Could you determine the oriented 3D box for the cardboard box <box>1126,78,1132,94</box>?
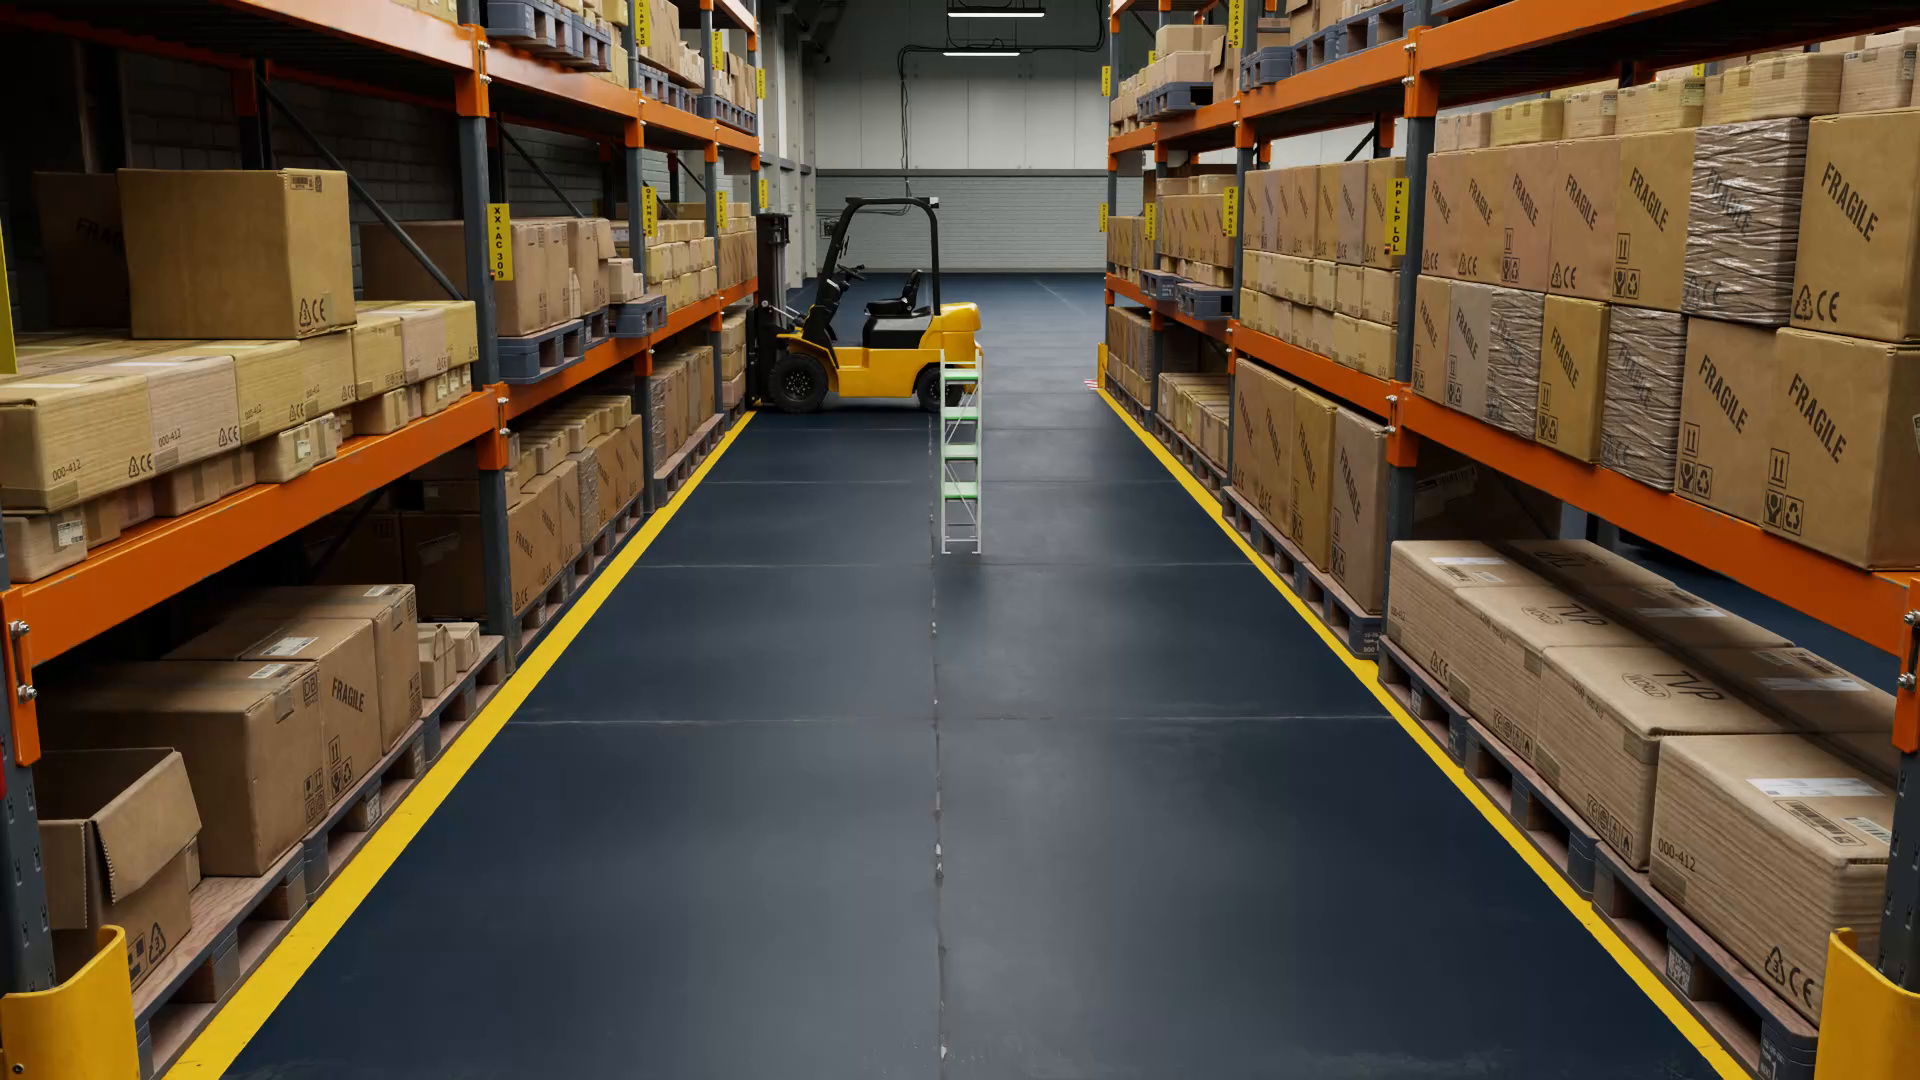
[{"bbox_3d":[1.912,-4.676,17.143,0.380,0.149,0.250,0,11,0],"label":"cardboard box"}]

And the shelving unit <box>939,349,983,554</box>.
[{"bbox_3d":[0.003,-0.555,10.278,0.258,1.200,0.503,0,11,-1],"label":"shelving unit"}]

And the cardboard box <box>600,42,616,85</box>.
[{"bbox_3d":[-2.344,-2.845,9.870,0.500,0.250,0.500,0,11,-1],"label":"cardboard box"}]

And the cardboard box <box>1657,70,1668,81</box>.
[{"bbox_3d":[6.941,-4.500,15.975,0.500,0.250,0.500,0,11,-1],"label":"cardboard box"}]

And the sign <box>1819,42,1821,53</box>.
[{"bbox_3d":[7.760,-4.388,15.007,0.100,0.325,0.005,0,11,-1],"label":"sign"}]

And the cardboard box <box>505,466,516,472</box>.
[{"bbox_3d":[-2.350,-0.280,7.994,0.380,0.149,0.250,-1,11,-3],"label":"cardboard box"}]

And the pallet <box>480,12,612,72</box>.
[{"bbox_3d":[-2.494,-2.568,8.602,1.213,0.211,1.003,0,11,-1],"label":"pallet"}]

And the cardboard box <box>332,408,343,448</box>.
[{"bbox_3d":[-2.253,-0.362,5.430,0.380,0.149,0.250,0,11,-1],"label":"cardboard box"}]

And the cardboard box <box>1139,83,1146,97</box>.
[{"bbox_3d":[1.982,-4.195,15.777,0.500,0.250,0.500,0,11,-2],"label":"cardboard box"}]

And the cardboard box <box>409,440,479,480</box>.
[{"bbox_3d":[-2.328,-0.371,7.693,0.380,0.149,0.250,0,11,-2],"label":"cardboard box"}]

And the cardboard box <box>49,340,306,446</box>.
[{"bbox_3d":[-2.208,-0.424,4.732,0.500,0.250,0.500,0,11,-2],"label":"cardboard box"}]

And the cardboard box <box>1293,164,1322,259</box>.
[{"bbox_3d":[2.142,-1.809,9.163,0.500,0.500,0.500,0,11,0],"label":"cardboard box"}]

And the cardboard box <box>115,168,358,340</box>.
[{"bbox_3d":[-2.215,-0.888,5.136,0.500,0.500,0.500,0,11,0],"label":"cardboard box"}]

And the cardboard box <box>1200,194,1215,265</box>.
[{"bbox_3d":[2.045,-2.263,12.113,0.500,0.500,0.500,0,11,-2],"label":"cardboard box"}]

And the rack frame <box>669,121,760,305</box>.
[{"bbox_3d":[-2.774,-3.240,18.983,1.000,3.000,0.127,0,11,-1],"label":"rack frame"}]

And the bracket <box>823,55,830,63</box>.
[{"bbox_3d":[-3.983,-14.320,49.459,0.235,0.232,0.430,0,11,-1],"label":"bracket"}]

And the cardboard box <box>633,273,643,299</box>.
[{"bbox_3d":[-2.211,-1.603,10.492,0.380,0.149,0.250,0,11,0],"label":"cardboard box"}]

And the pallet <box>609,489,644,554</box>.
[{"bbox_3d":[-2.631,-0.134,10.689,1.003,0.211,1.213,0,11,-1],"label":"pallet"}]

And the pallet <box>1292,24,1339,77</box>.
[{"bbox_3d":[2.446,-2.698,9.243,1.003,0.211,1.213,0,11,1],"label":"pallet"}]

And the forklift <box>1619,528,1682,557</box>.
[{"bbox_3d":[5.587,-1.393,10.055,3.031,2.935,1.130,-5,13,-24],"label":"forklift"}]

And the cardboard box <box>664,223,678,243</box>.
[{"bbox_3d":[-2.358,-2.337,12.652,0.380,0.149,0.250,0,11,0],"label":"cardboard box"}]

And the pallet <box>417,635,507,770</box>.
[{"bbox_3d":[-2.513,0.649,6.829,1.003,0.211,1.213,0,11,-1],"label":"pallet"}]

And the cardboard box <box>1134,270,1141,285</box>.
[{"bbox_3d":[1.936,-2.607,16.497,0.380,0.149,0.250,0,11,-2],"label":"cardboard box"}]

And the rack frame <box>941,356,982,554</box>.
[{"bbox_3d":[0.008,-0.507,10.038,0.240,1.200,0.015,0,11,-1],"label":"rack frame"}]

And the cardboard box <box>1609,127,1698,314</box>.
[{"bbox_3d":[2.224,-0.916,4.764,0.500,0.500,0.500,0,11,-1],"label":"cardboard box"}]

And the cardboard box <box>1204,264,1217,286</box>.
[{"bbox_3d":[1.984,-1.920,12.055,0.380,0.149,0.250,0,11,-2],"label":"cardboard box"}]

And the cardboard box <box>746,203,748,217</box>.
[{"bbox_3d":[-2.440,-3.480,17.537,0.380,0.149,0.250,0,11,0],"label":"cardboard box"}]

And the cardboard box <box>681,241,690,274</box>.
[{"bbox_3d":[-2.411,-2.215,13.053,0.500,0.250,0.500,0,11,0],"label":"cardboard box"}]

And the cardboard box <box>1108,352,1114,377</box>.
[{"bbox_3d":[1.929,-1.957,18.523,0.500,0.250,0.500,0,11,-2],"label":"cardboard box"}]

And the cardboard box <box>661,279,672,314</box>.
[{"bbox_3d":[-2.379,-1.765,12.092,0.500,0.250,0.500,0,11,-2],"label":"cardboard box"}]

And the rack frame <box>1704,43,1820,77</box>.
[{"bbox_3d":[7.218,-5.446,14.770,1.000,3.000,0.127,0,11,-1],"label":"rack frame"}]

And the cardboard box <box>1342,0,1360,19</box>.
[{"bbox_3d":[2.248,-2.812,8.862,0.380,0.166,0.250,1,11,4],"label":"cardboard box"}]

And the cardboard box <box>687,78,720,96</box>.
[{"bbox_3d":[-2.397,-4.137,15.184,0.380,0.149,0.250,0,11,0],"label":"cardboard box"}]

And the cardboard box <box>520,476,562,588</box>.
[{"bbox_3d":[-2.332,-0.038,8.432,0.500,0.500,0.500,0,11,-2],"label":"cardboard box"}]

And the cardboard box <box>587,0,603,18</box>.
[{"bbox_3d":[-2.350,-3.215,9.942,0.380,0.149,0.250,-1,11,-3],"label":"cardboard box"}]

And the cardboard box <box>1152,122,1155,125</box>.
[{"bbox_3d":[1.959,-3.874,15.198,0.380,0.149,0.250,0,11,-1],"label":"cardboard box"}]

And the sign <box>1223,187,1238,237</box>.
[{"bbox_3d":[1.812,-2.195,11.121,0.100,0.325,0.005,0,11,-1],"label":"sign"}]

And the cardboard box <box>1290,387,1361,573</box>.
[{"bbox_3d":[2.317,-0.342,8.989,0.875,0.875,0.875,0,11,0],"label":"cardboard box"}]

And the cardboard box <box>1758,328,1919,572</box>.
[{"bbox_3d":[2.245,-0.224,3.867,0.500,0.500,0.500,0,11,-1],"label":"cardboard box"}]

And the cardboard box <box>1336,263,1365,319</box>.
[{"bbox_3d":[2.167,-1.233,8.211,0.500,0.250,0.500,0,11,0],"label":"cardboard box"}]

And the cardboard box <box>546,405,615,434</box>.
[{"bbox_3d":[-2.347,-0.744,10.282,0.380,0.149,0.250,-1,11,-3],"label":"cardboard box"}]

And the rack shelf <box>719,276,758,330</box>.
[{"bbox_3d":[-2.733,-2.489,17.095,1.077,0.370,4.000,0,11,-1],"label":"rack shelf"}]

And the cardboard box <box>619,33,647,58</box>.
[{"bbox_3d":[-2.312,-3.330,11.165,0.380,0.166,0.250,0,11,-1],"label":"cardboard box"}]

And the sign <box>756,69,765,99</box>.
[{"bbox_3d":[-2.231,-5.104,18.602,0.100,0.325,0.005,0,11,-1],"label":"sign"}]

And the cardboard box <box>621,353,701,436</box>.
[{"bbox_3d":[-2.661,-1.228,13.986,0.875,0.625,0.625,0,11,-2],"label":"cardboard box"}]

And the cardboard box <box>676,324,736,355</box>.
[{"bbox_3d":[-2.388,-1.890,15.676,0.500,0.250,0.500,0,11,-2],"label":"cardboard box"}]

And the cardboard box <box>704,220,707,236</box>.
[{"bbox_3d":[-2.435,-2.876,15.307,0.380,0.149,0.250,0,11,-2],"label":"cardboard box"}]

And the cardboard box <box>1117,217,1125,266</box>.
[{"bbox_3d":[1.947,-3.156,17.571,0.500,0.500,0.500,0,11,-2],"label":"cardboard box"}]

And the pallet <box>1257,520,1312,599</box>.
[{"bbox_3d":[2.317,0.095,9.559,1.003,0.211,1.213,0,11,-1],"label":"pallet"}]

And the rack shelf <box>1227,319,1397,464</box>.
[{"bbox_3d":[2.395,-0.920,9.360,1.077,0.370,4.000,0,11,-1],"label":"rack shelf"}]

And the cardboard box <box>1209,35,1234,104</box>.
[{"bbox_3d":[2.294,-3.494,12.434,0.797,0.503,0.637,0,11,-1],"label":"cardboard box"}]

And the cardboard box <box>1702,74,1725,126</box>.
[{"bbox_3d":[2.294,-1.211,4.588,0.380,0.149,0.250,0,11,-2],"label":"cardboard box"}]

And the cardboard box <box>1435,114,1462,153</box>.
[{"bbox_3d":[2.184,-1.668,6.841,0.380,0.149,0.250,0,11,-2],"label":"cardboard box"}]

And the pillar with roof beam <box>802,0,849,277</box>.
[{"bbox_3d":[0.023,-12.019,47.168,9.100,9.000,0.548,0,11,-1],"label":"pillar with roof beam"}]
